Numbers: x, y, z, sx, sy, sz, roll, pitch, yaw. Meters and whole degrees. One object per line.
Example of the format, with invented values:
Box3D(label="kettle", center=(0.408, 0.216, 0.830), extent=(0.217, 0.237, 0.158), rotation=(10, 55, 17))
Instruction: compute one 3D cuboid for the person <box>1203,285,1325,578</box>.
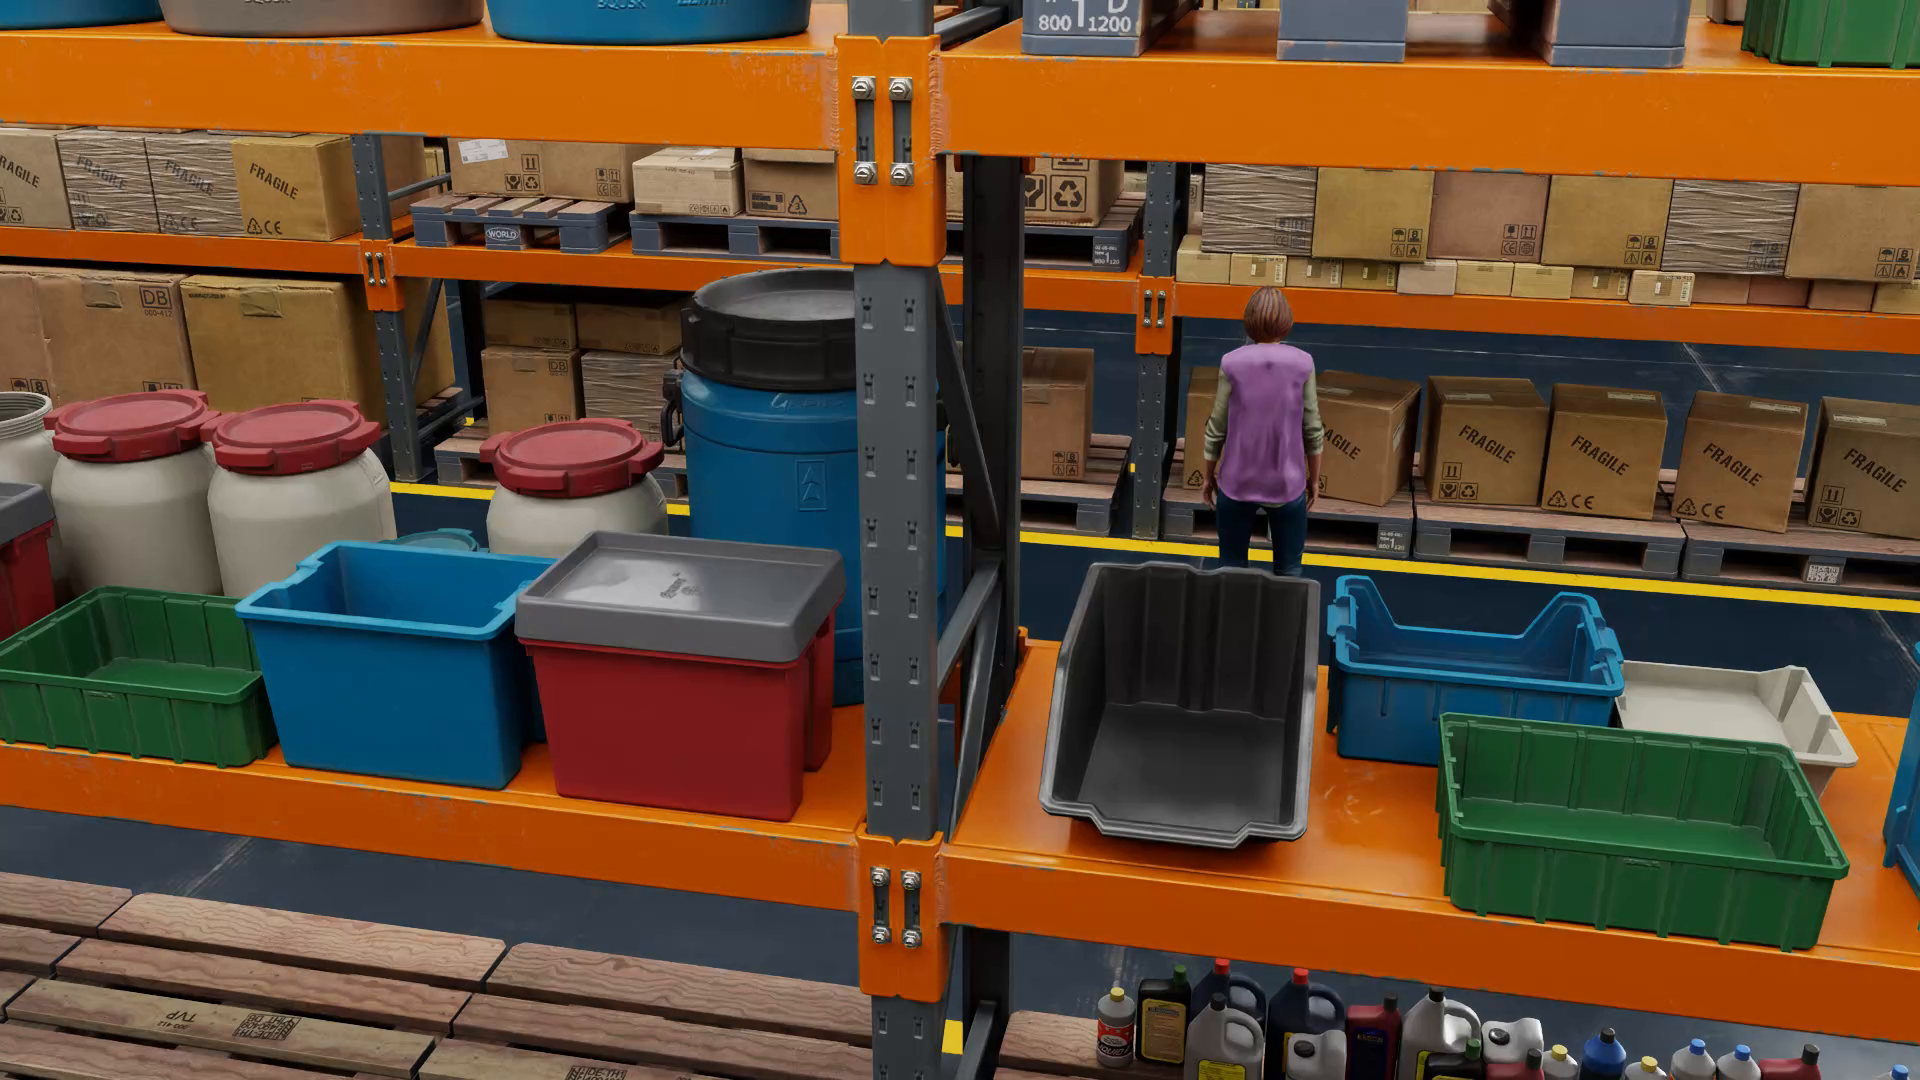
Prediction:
Box3D(label="person", center=(1.206, -0.212, 6.628), extent=(0.481, 1.594, 0.342), rotation=(4, 22, 9))
